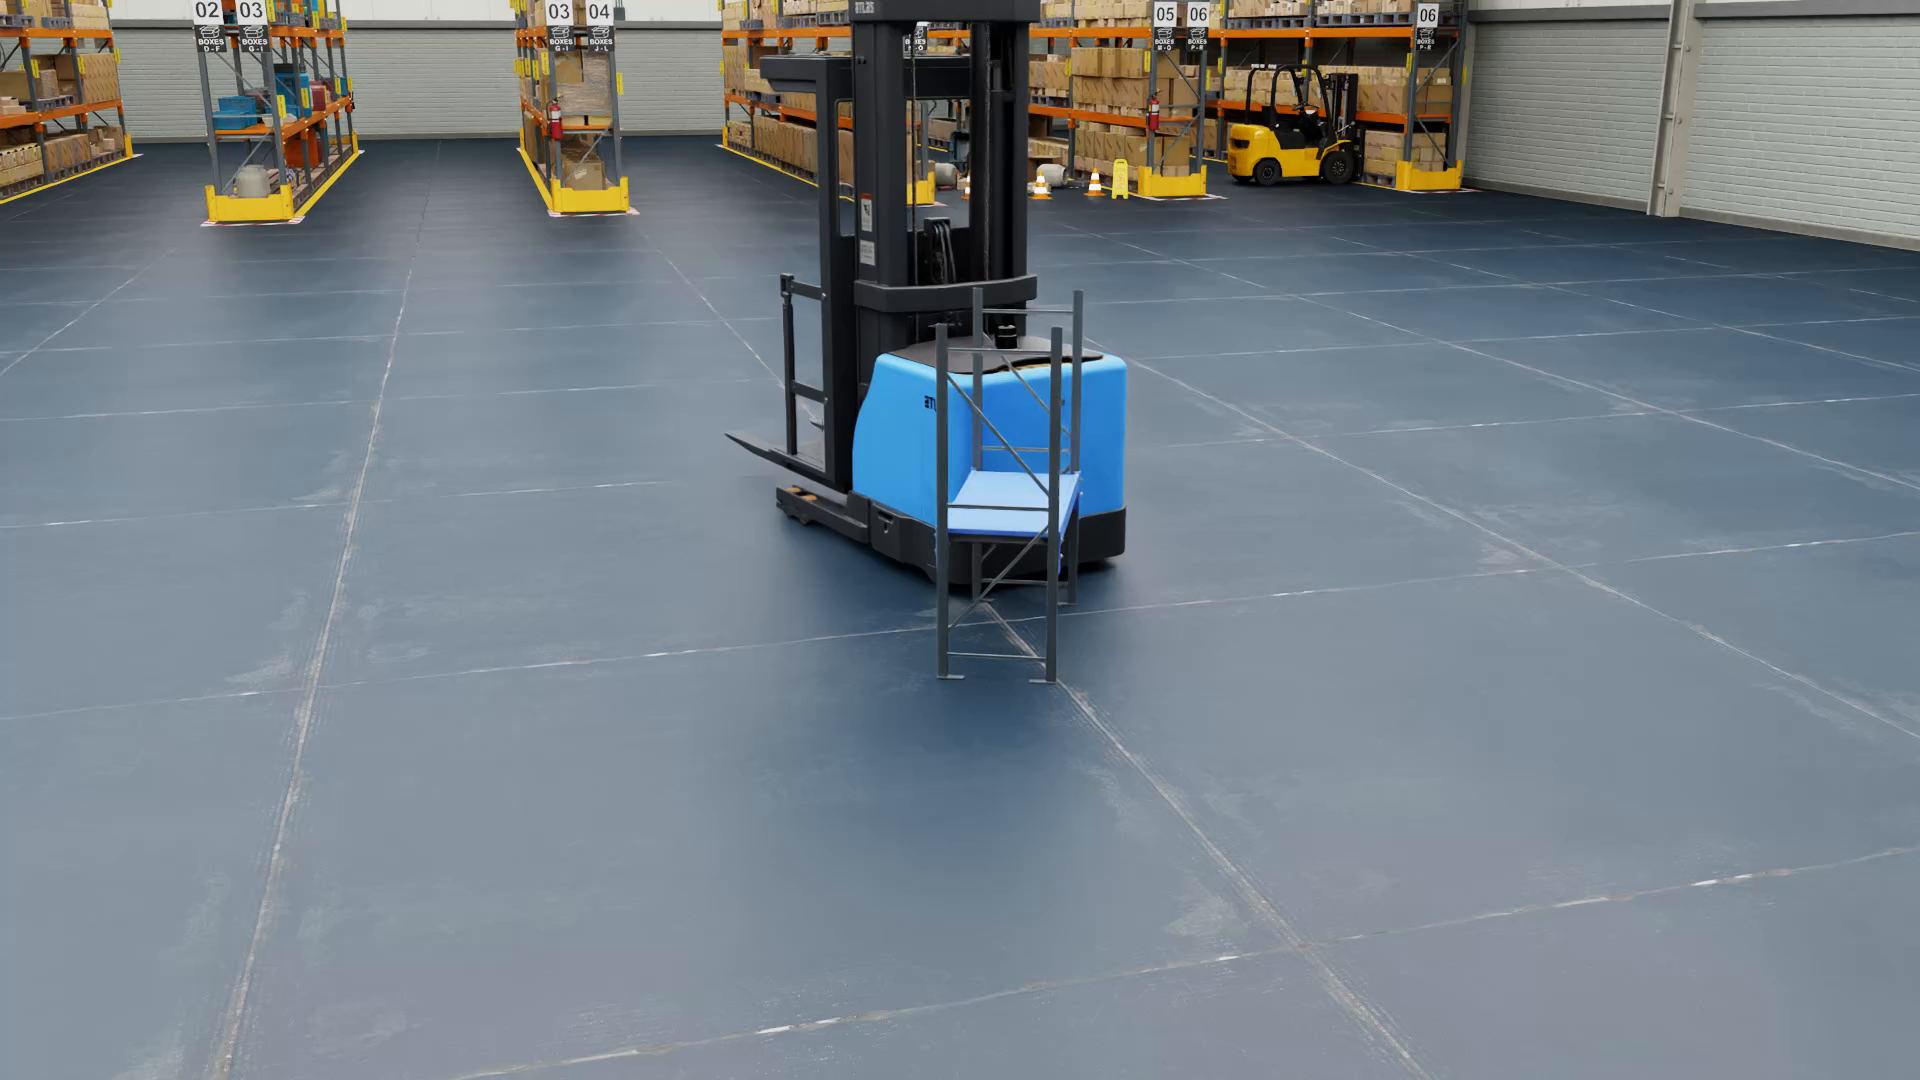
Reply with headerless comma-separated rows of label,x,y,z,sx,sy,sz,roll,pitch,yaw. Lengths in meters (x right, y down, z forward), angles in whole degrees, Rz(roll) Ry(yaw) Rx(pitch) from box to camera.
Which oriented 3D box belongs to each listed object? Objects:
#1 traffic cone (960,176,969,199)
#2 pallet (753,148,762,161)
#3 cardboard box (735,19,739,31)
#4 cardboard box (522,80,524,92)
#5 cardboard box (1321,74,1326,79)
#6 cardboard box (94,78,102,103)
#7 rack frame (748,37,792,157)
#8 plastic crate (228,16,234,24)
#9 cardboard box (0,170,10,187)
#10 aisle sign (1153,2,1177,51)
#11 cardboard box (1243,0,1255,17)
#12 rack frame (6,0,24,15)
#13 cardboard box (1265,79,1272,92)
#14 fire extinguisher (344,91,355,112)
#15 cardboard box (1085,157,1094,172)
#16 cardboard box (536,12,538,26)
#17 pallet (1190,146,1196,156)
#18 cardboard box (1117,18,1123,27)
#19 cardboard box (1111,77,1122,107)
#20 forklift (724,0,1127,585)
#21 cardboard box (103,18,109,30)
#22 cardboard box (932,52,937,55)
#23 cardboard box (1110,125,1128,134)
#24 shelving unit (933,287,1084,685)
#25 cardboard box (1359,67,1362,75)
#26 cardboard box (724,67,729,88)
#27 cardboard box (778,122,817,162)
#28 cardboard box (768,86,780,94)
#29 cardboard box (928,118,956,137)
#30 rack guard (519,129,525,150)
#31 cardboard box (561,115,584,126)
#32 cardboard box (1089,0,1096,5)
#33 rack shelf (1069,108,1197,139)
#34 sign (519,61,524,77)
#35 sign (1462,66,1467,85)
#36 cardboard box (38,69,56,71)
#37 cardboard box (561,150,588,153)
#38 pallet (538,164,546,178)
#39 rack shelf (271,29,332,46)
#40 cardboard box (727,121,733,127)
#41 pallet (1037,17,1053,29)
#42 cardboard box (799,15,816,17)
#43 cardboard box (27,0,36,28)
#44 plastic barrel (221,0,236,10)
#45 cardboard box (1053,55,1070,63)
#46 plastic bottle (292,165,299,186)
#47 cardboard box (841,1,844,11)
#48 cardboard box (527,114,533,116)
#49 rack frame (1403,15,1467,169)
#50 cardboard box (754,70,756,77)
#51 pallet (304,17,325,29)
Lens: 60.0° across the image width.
traffic cone,0.195,-6.048,28.283,0.336,0.463,0.334,-5,17,-15
pallet,-4.107,-8.773,37.790,1.003,0.211,1.213,-5,17,-15
cardboard box,-4.983,-12.082,39.007,0.500,0.250,0.500,-5,17,-16
cardboard box,-9.778,-10.415,38.156,0.500,0.250,0.500,-4,17,-14
cardboard box,7.287,-9.101,32.736,0.380,0.149,0.250,-4,17,-14
cardboard box,-18.802,-9.667,35.748,0.500,0.500,0.500,-5,17,-16
rack frame,-4.322,-10.323,38.106,1.000,3.000,0.127,-5,17,-15
plastic crate,-11.397,-8.181,25.787,0.392,0.384,0.575,-5,17,-15
cardboard box,-16.458,-6.121,28.166,0.500,0.250,0.500,-4,17,-14
aisle sign,3.445,-8.628,27.944,0.394,0.787,0.004,-5,17,-15
cardboard box,6.480,-11.412,35.438,0.700,0.500,0.500,-5,17,-16
rack frame,-17.546,-10.944,29.743,1.000,3.000,0.127,-5,17,-15
cardboard box,6.716,-9.490,34.723,0.500,0.250,0.500,-4,17,-14
fire extinguisher,-14.585,-10.536,39.596,0.296,0.674,0.183,-5,17,-15
cardboard box,2.668,-7.083,31.367,0.500,0.250,0.500,-4,17,-12
cardboard box,-6.893,-8.821,28.149,0.500,0.250,0.500,-5,17,-16
pallet,5.780,-9.241,39.348,1.003,0.211,1.213,-5,17,-15
cardboard box,3.015,-9.173,29.498,0.380,0.149,0.250,-5,17,-17
cardboard box,3.026,-8.020,29.746,0.500,0.500,0.500,-5,17,-16
forklift,-0.379,-1.555,9.033,1.130,2.935,3.031,-11,20,-31
cardboard box,-19.350,-11.527,37.159,0.500,0.250,0.500,-5,17,-15
cardboard box,-0.396,-11.799,41.105,0.500,0.500,0.500,-5,17,-15
cardboard box,2.934,-7.418,30.050,0.380,0.149,0.250,-4,17,-13
shelving unit,0.231,-0.272,7.252,0.538,1.500,1.048,3,17,8
cardboard box,7.751,-8.824,31.296,0.380,0.149,0.250,-4,17,-14
cardboard box,-5.564,-11.474,41.246,0.500,0.500,0.500,-4,17,-13
cardboard box,-3.142,-8.165,34.101,1.050,0.750,0.750,-5,17,-16
cardboard box,-3.800,-9.398,34.731,0.380,0.149,0.250,-4,17,-14
cardboard box,-0.412,-10.649,42.912,0.875,0.438,0.875,-5,18,-17
rack guard,-10.225,-9.875,40.959,1.175,0.500,0.348,-5,17,-15
cardboard box,-6.098,-6.582,26.087,0.380,0.149,0.250,-5,17,-15
cardboard box,2.591,-9.897,30.523,0.380,0.149,0.250,-5,17,-16
rack shelf,3.158,-7.632,30.397,1.077,0.370,4.000,-5,17,-15
sign,-9.652,-10.368,36.610,0.100,0.325,0.005,-5,17,-15
sign,9.014,-8.312,29.766,0.100,0.325,0.005,-5,17,-15
cardboard box,-18.730,-9.277,33.720,0.700,0.500,0.500,-12,20,-34
cardboard box,-6.849,-6.637,29.447,0.500,0.500,0.500,-5,18,-17
pallet,-7.806,-7.301,32.891,1.003,0.211,1.213,-5,17,-15
rack shelf,-13.332,-10.107,33.420,1.077,0.370,4.000,-5,17,-15
cardboard box,-5.604,-10.379,41.481,0.380,0.149,0.250,-6,18,-18
pallet,2.253,-10.342,33.281,1.213,0.211,1.003,-5,17,-15
cardboard box,-3.124,-10.881,34.572,0.500,0.500,0.500,-5,17,-15
cardboard box,-17.838,-9.814,31.023,0.910,0.500,0.500,-5,17,-15
plastic barrel,-10.839,-8.216,24.400,0.600,0.830,0.708,-5,17,-15
cardboard box,2.062,-9.532,32.921,0.380,0.149,0.250,-5,17,-17
plastic bottle,-11.229,-6.142,28.024,0.144,0.351,0.185,-5,17,-17
cardboard box,-1.790,-8.986,27.972,0.380,0.149,0.250,-5,17,-15
cardboard box,-8.427,-8.476,34.919,1.225,0.875,0.875,-5,17,-15
rack frame,8.479,-7.817,29.761,1.000,3.000,0.127,-5,17,-15
cardboard box,-4.300,-10.186,36.322,0.380,0.149,0.250,-4,17,-13
pallet,-12.898,-10.027,32.232,1.003,0.211,1.213,-5,17,-15
